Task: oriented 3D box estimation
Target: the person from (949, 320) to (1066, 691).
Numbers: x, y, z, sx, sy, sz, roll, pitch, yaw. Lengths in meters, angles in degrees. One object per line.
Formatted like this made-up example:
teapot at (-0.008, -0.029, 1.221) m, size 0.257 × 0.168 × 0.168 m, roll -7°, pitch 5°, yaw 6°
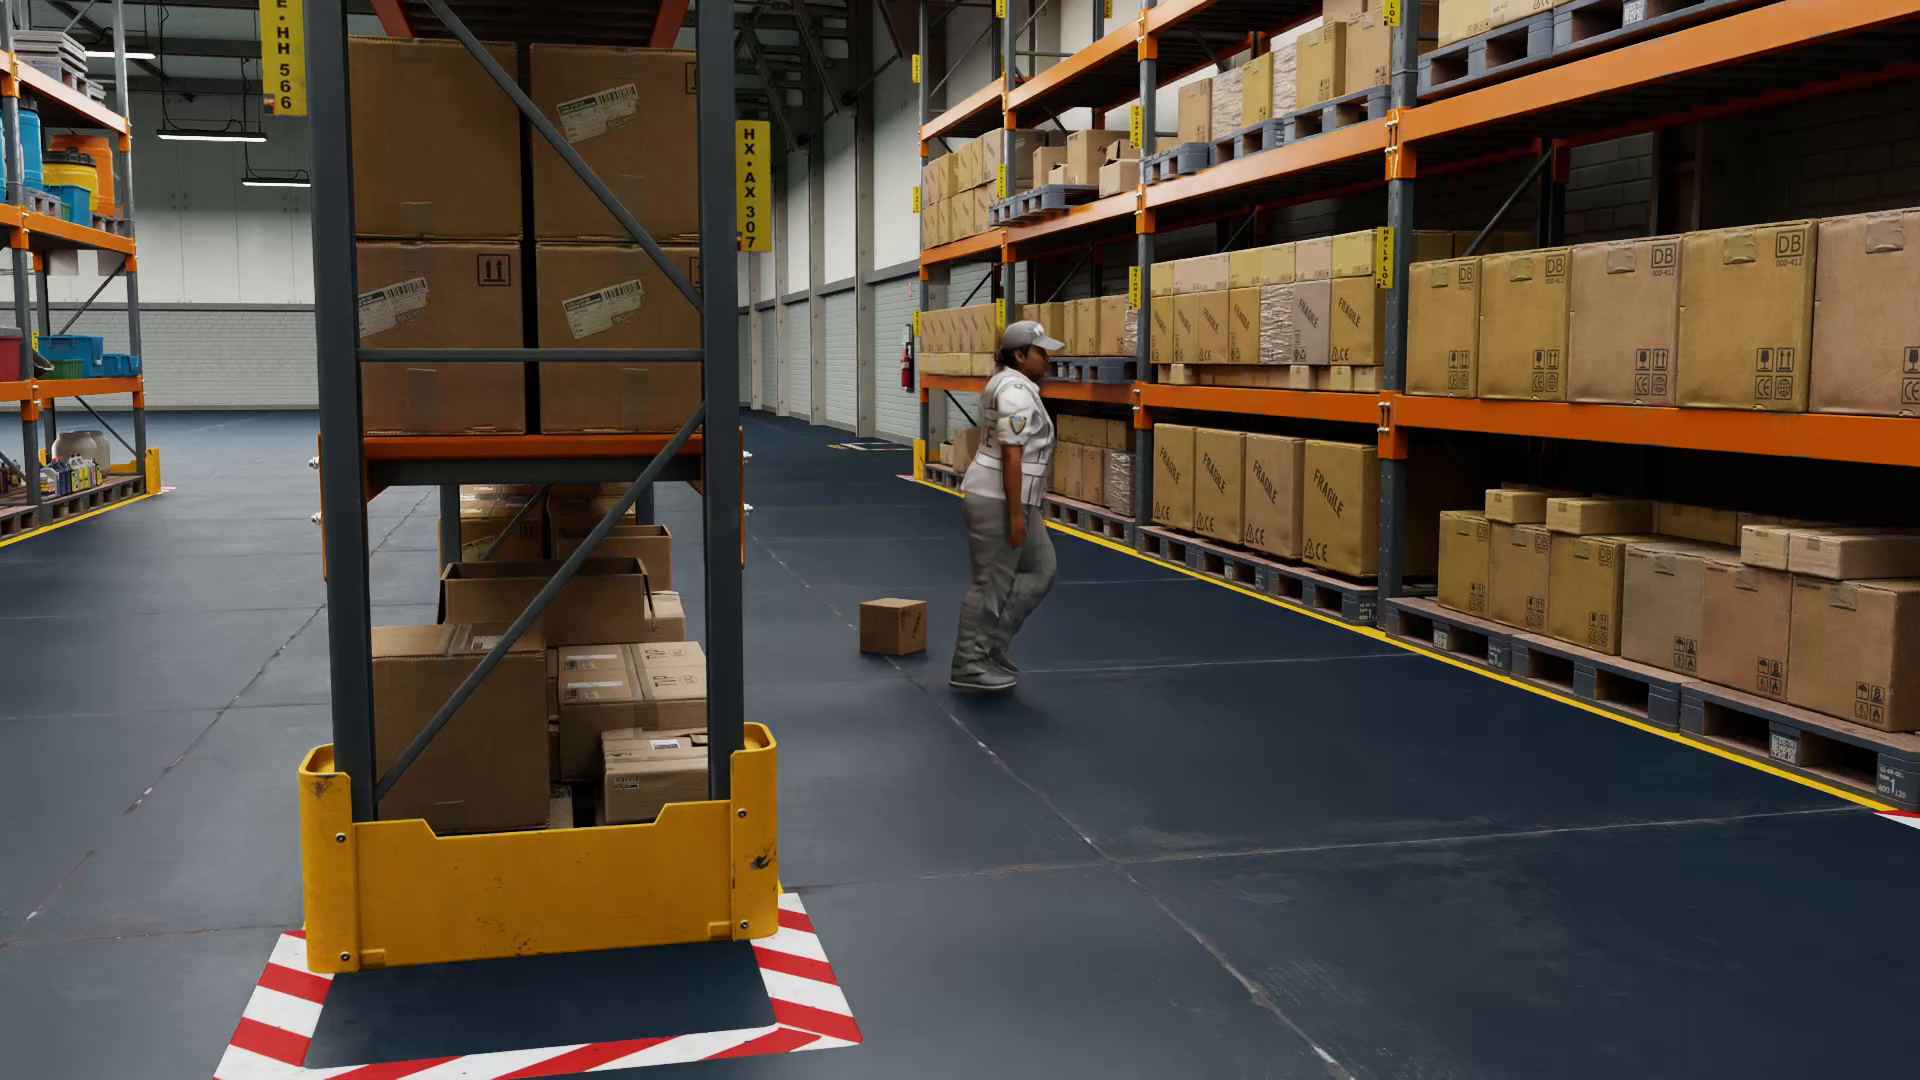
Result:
person at (0.207, -0.150, 7.420) m, size 0.511 × 1.647 × 0.527 m, roll 0°, pitch 6°, yaw -1°
